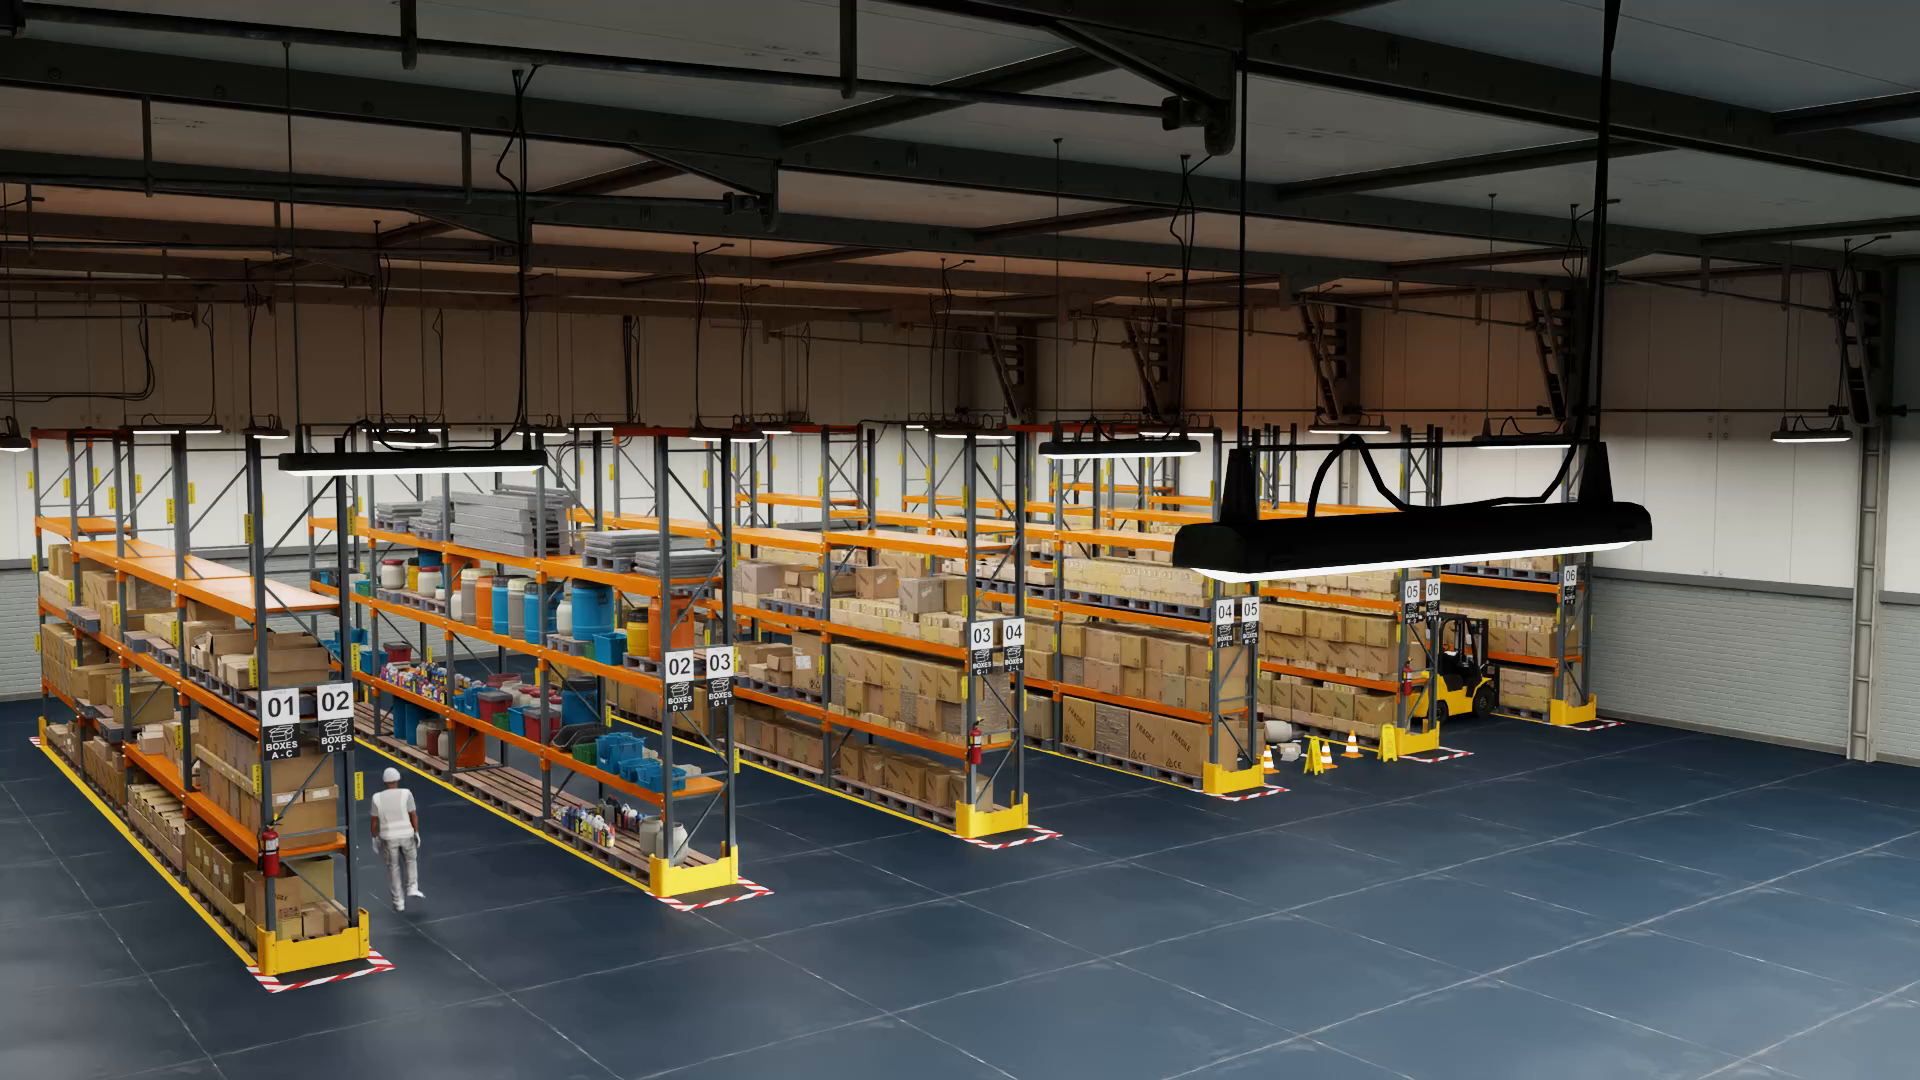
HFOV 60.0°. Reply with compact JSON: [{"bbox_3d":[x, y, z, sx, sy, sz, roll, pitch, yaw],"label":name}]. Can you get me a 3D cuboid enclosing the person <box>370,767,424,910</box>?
[{"bbox_3d":[-7.148,3.781,21.098,0.594,1.774,0.528,-2,5,-27],"label":"person"}]
